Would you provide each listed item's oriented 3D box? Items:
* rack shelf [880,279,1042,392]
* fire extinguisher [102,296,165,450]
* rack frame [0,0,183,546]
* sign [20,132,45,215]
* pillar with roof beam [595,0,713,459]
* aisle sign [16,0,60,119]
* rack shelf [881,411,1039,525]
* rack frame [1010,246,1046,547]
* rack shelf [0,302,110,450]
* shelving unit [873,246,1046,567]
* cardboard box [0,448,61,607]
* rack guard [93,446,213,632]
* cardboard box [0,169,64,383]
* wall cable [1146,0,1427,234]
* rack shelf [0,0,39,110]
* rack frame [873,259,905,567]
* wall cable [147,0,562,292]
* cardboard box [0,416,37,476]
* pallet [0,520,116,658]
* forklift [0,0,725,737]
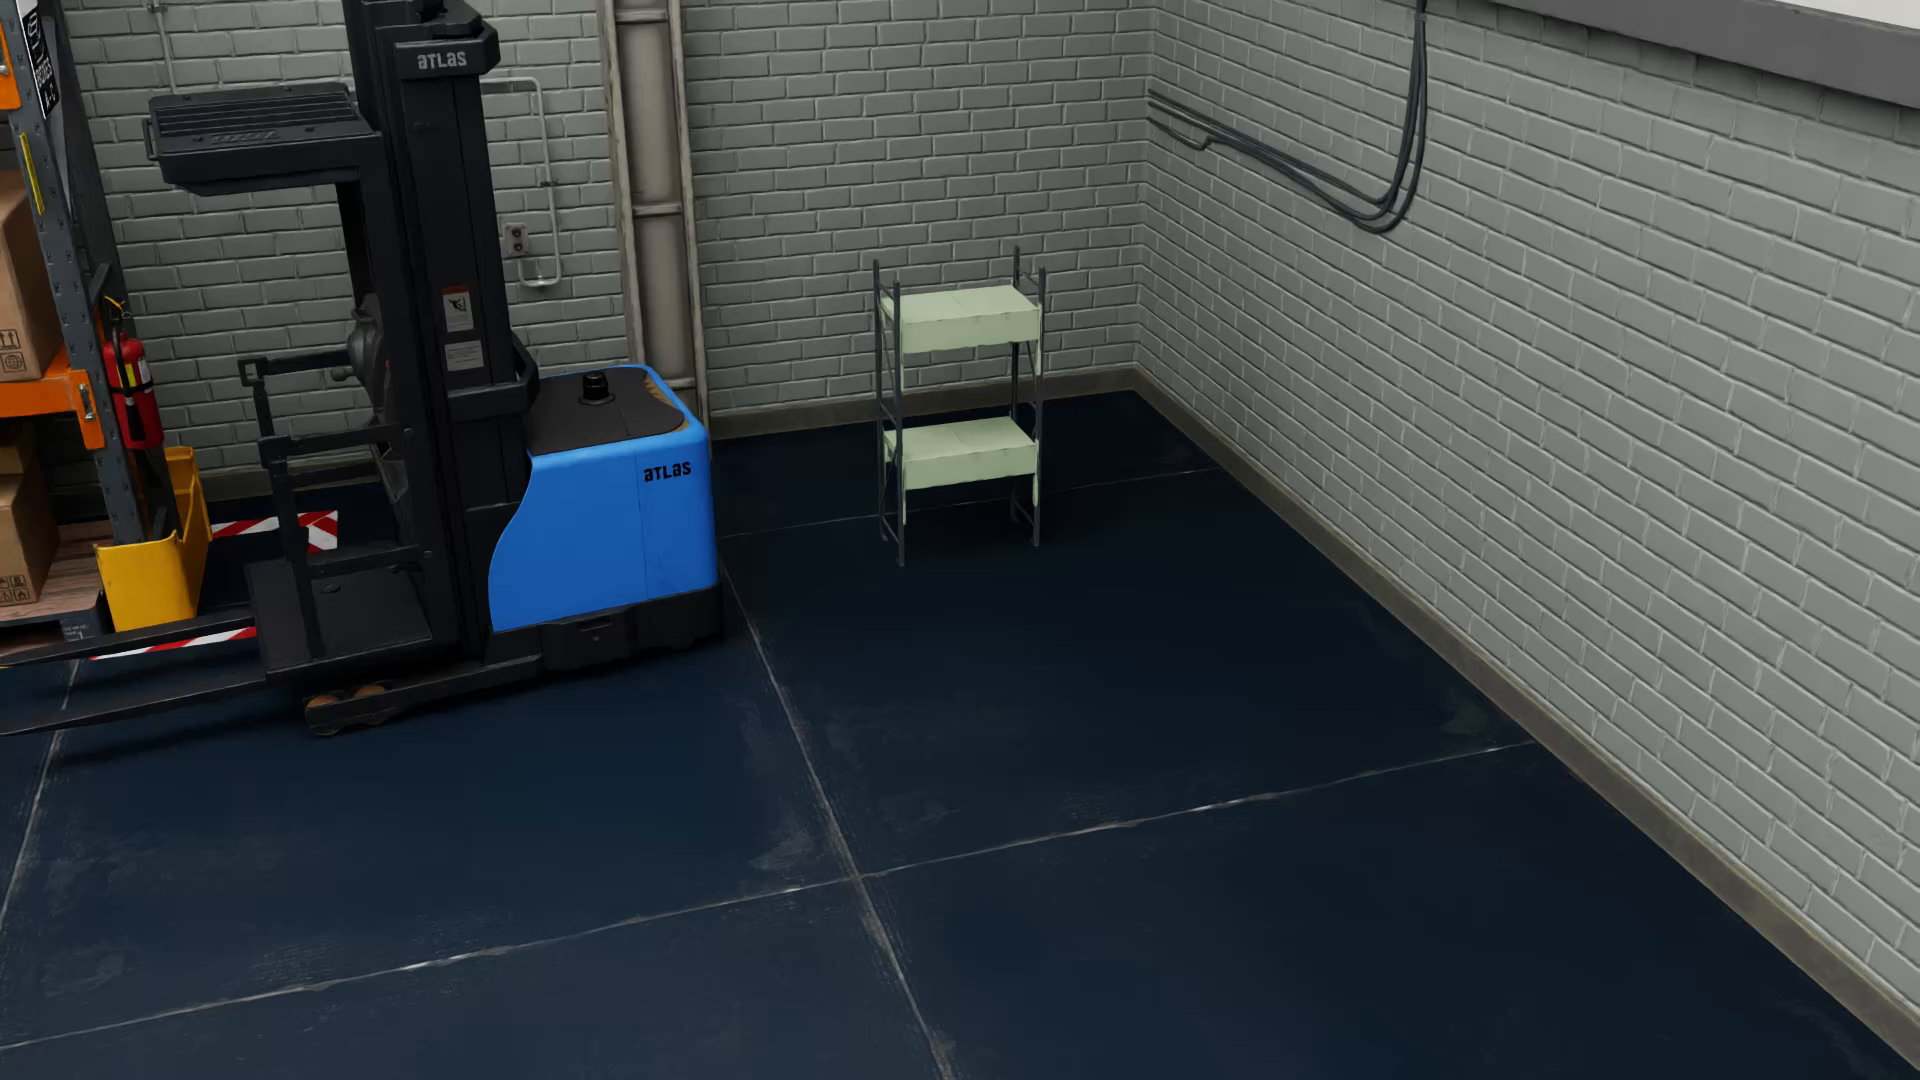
[{"bbox_3d":[-0.006,-1.020,8.241,0.720,0.370,0.431,-8,28,-16],"label":"rack shelf"},{"bbox_3d":[-3.689,-0.741,7.375,0.183,0.674,0.296,-8,28,-16],"label":"fire extinguisher"},{"bbox_3d":[-3.975,-1.117,7.626,0.127,3.000,1.000,-8,28,-16],"label":"rack frame"},{"bbox_3d":[-3.820,-1.510,6.850,0.005,0.325,0.100,-8,28,-16],"label":"sign"},{"bbox_3d":[-0.343,-2.721,4.111,0.400,9.000,9.100,-8,28,-16],"label":"pillar with roof beam"},{"bbox_3d":[-3.814,-2.164,6.813,0.004,0.787,0.394,-8,28,-16],"label":"aisle sign"},{"bbox_3d":[-0.006,-0.379,8.560,0.720,0.370,0.431,-8,28,-16],"label":"rack shelf"},{"bbox_3d":[0.342,-0.721,8.516,0.023,1.500,0.400,-8,28,-16],"label":"rack frame"},{"bbox_3d":[-5.877,-0.519,7.231,4.000,0.370,1.077,-8,28,-16],"label":"rack shelf"},{"bbox_3d":[-0.006,-0.671,8.415,0.755,1.500,0.431,-8,28,-16],"label":"shelving unit"},{"bbox_3d":[-4.610,-0.047,7.809,0.500,0.500,0.700,-8,28,-16],"label":"cardboard box"},{"bbox_3d":[-3.952,0.000,8.189,0.348,0.500,1.175,-8,28,-16],"label":"rack guard"},{"bbox_3d":[-4.457,-1.177,7.409,0.700,0.700,0.980,-7,27,-14],"label":"cardboard box"},{"bbox_3d":[1.514,-3.041,8.247,0.112,2.526,3.097,-8,28,-16],"label":"wall cable"},{"bbox_3d":[-5.877,-1.863,6.564,4.000,0.370,1.077,-8,28,-16],"label":"rack shelf"},{"bbox_3d":[-0.354,-0.620,8.313,0.023,1.500,0.400,-8,28,-16],"label":"rack frame"},{"bbox_3d":[-3.051,-2.148,8.561,1.851,1.984,0.084,-8,28,-16],"label":"wall cable"},{"bbox_3d":[-4.553,-0.439,7.870,0.250,0.149,0.380,-8,28,-16],"label":"cardboard box"},{"bbox_3d":[-4.711,0.276,7.958,1.213,0.211,1.003,-8,28,-16],"label":"pallet"},{"bbox_3d":[-2.659,-0.750,6.965,3.031,2.935,1.130,-12,29,-23],"label":"forklift"}]
